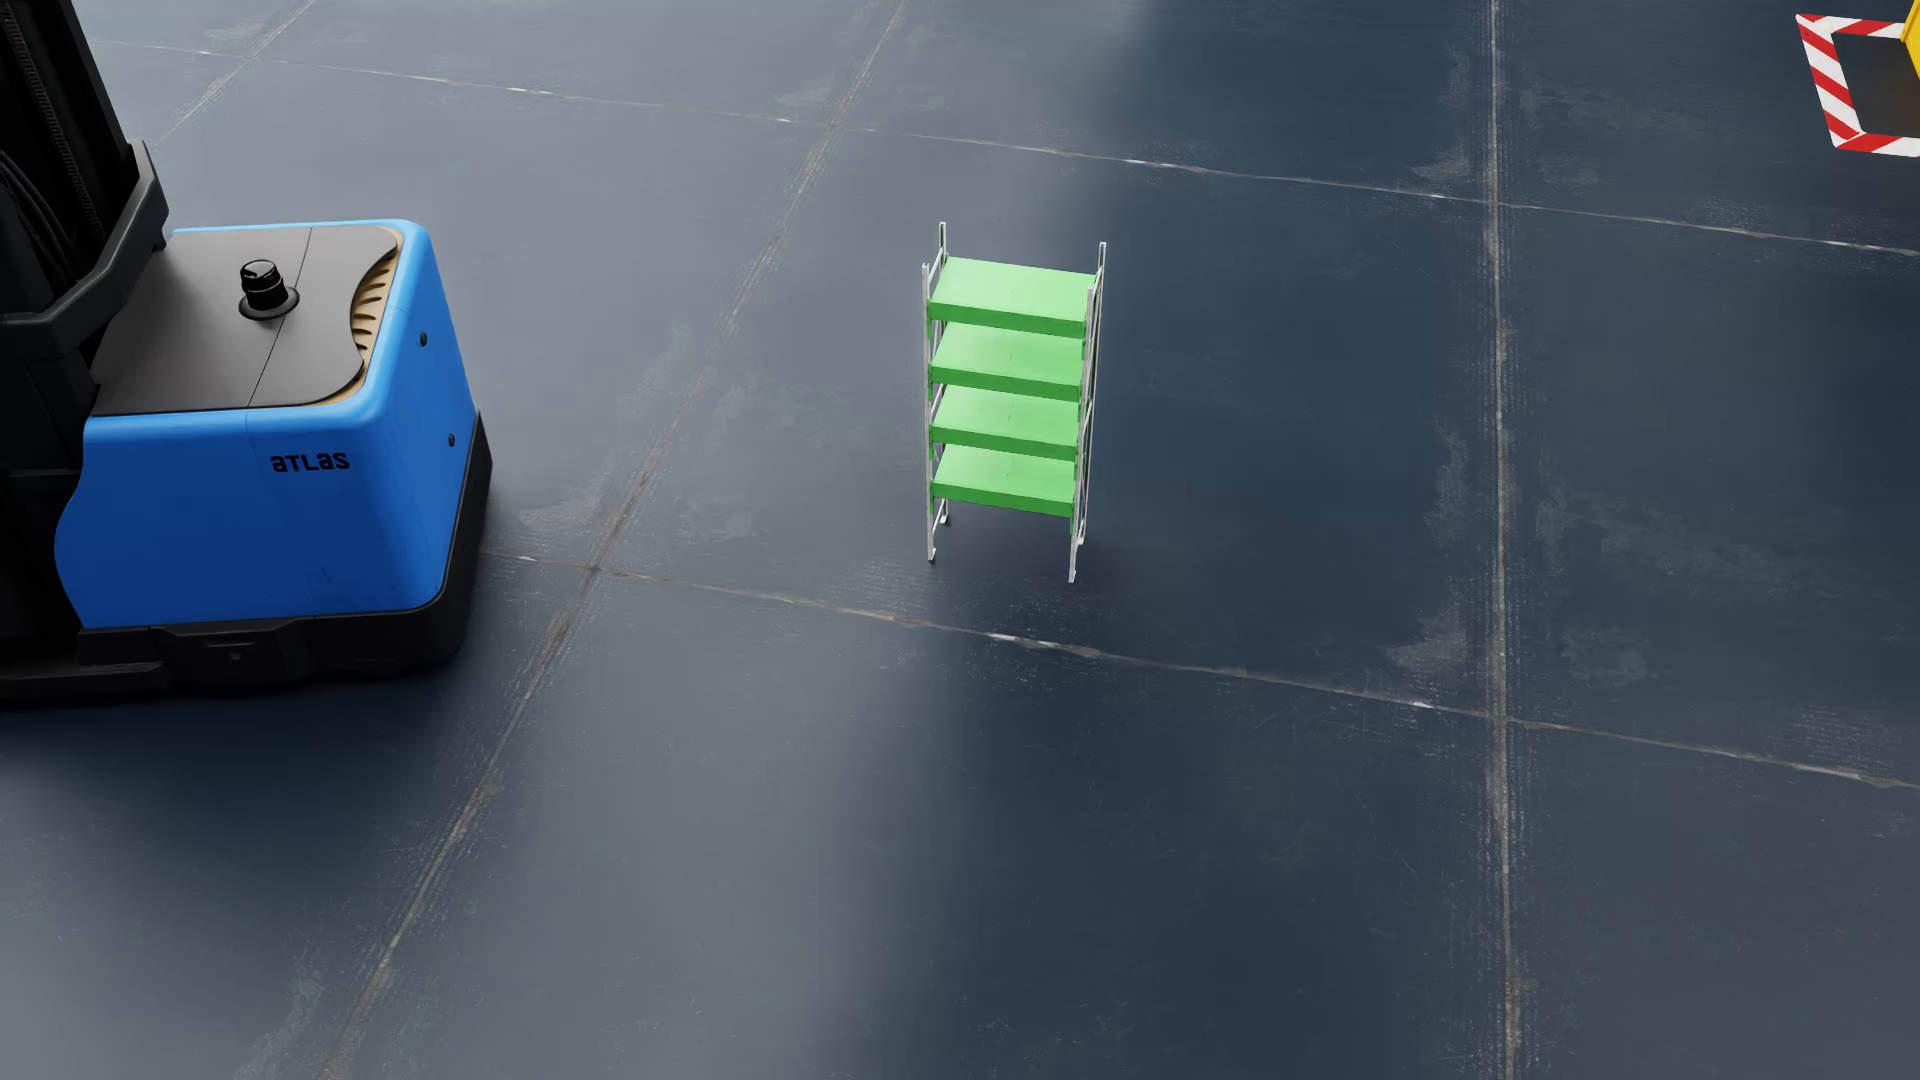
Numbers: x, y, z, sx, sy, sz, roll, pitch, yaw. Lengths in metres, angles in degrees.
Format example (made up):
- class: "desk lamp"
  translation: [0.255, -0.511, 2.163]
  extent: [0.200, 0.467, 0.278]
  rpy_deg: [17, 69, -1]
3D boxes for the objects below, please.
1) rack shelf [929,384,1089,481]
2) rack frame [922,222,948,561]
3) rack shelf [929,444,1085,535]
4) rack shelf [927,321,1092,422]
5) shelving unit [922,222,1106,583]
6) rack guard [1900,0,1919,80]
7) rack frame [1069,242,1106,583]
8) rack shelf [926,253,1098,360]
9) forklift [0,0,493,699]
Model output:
- class: "rack shelf"
  translation: [0.162, -0.361, 5.352]
  extent: [0.480, 0.148, 0.258]
  rpy_deg: [9, 45, 9]
- class: "rack frame"
  translation: [-0.077, -0.444, 5.346]
  extent: [0.015, 1.200, 0.240]
  rpy_deg: [9, 45, 9]
- class: "rack shelf"
  translation: [0.162, -0.188, 5.519]
  extent: [0.480, 0.148, 0.258]
  rpy_deg: [9, 45, 9]
- class: "rack shelf"
  translation: [0.162, -0.534, 5.186]
  extent: [0.480, 0.148, 0.258]
  rpy_deg: [9, 45, 9]
- class: "shelving unit"
  translation: [0.162, -0.407, 5.308]
  extent: [0.503, 1.200, 0.258]
  rpy_deg: [9, 45, 9]
- class: "rack guard"
  translation: [4.797, -2.341, 7.822]
  extent: [0.348, 0.500, 1.175]
  rpy_deg: [9, 45, 9]
- class: "rack frame"
  translation: [0.400, -0.370, 5.269]
  extent: [0.015, 1.200, 0.240]
  rpy_deg: [9, 45, 9]
- class: "rack shelf"
  translation: [0.162, -0.707, 5.019]
  extent: [0.480, 0.148, 0.258]
  rpy_deg: [9, 45, 9]
- class: "forklift"
  translation: [-3.138, -0.891, 4.562]
  extent: [3.031, 2.935, 1.130]
  rpy_deg: [-3, 44, -3]
